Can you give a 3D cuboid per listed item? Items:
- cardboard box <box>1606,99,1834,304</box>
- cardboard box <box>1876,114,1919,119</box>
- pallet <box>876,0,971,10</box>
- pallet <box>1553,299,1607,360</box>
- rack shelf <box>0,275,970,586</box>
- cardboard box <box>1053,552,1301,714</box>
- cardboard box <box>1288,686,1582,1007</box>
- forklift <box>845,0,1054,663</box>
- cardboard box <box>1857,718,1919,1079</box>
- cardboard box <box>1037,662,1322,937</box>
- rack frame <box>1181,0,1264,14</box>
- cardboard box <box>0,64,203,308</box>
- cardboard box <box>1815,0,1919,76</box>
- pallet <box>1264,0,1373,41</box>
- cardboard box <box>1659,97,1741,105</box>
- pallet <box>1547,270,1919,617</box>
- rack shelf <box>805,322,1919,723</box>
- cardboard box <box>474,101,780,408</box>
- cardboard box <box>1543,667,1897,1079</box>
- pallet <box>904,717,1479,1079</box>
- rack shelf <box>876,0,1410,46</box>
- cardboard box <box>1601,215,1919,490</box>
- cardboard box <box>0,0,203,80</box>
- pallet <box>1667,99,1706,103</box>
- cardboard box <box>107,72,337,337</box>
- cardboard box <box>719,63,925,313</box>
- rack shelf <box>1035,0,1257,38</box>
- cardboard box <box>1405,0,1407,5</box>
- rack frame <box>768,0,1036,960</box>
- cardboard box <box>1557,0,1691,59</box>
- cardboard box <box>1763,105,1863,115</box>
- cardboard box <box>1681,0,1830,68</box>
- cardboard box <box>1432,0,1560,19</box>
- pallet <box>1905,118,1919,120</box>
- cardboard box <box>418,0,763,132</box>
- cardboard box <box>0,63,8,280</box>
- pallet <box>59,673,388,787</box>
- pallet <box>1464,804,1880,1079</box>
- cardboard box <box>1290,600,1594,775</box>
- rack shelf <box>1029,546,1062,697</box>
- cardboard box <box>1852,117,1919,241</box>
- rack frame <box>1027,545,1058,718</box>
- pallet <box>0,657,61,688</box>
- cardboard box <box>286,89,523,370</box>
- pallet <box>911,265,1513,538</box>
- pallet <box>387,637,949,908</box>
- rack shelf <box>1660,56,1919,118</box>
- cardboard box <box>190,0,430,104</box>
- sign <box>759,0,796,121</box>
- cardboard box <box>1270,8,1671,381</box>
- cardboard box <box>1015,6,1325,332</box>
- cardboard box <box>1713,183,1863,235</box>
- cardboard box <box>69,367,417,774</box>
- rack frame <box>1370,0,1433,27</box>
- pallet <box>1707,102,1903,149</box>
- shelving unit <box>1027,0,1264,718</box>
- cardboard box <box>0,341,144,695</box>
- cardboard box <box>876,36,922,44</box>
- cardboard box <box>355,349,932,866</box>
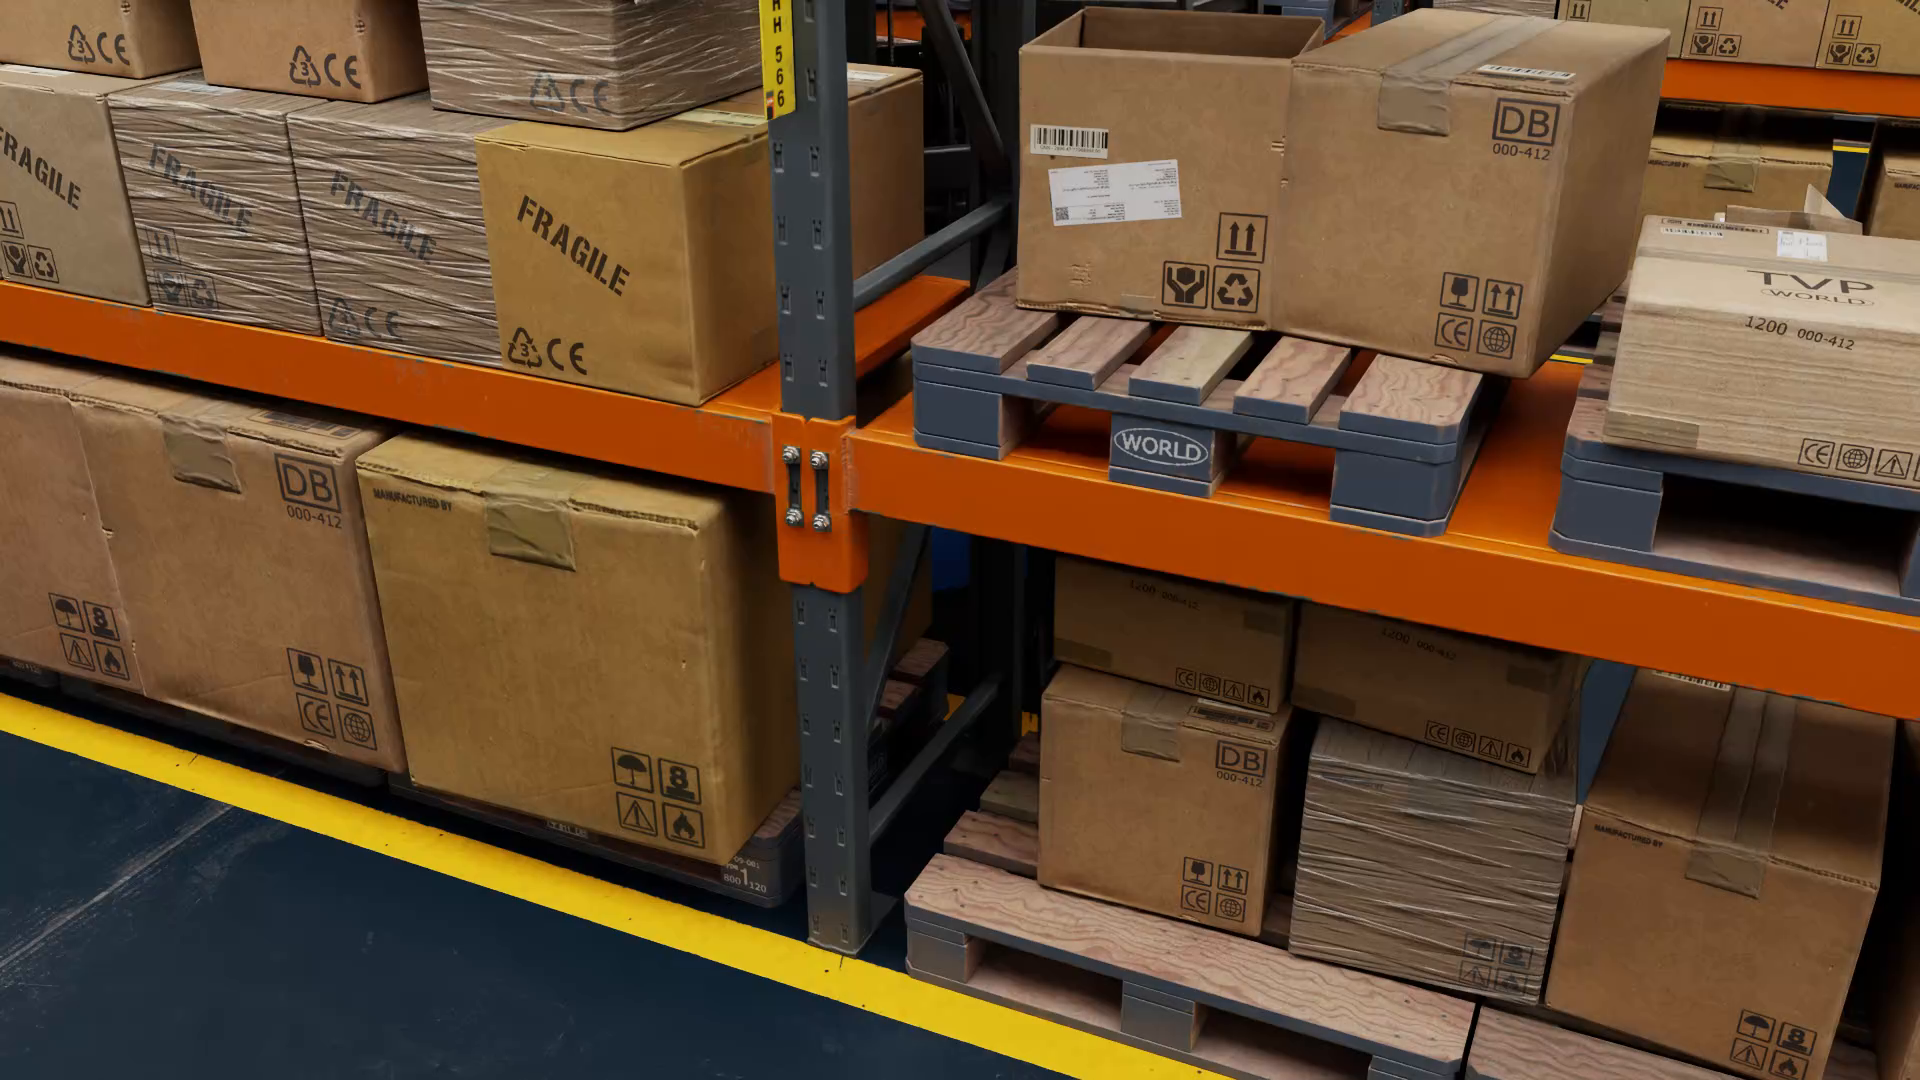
[{"bbox_3d":[3.370,-1.448,7.366,0.750,0.750,1.050,12,29,23],"label":"cardboard box"},{"bbox_3d":[6.520,-3.086,11.122,0.625,0.372,0.950,13,29,25],"label":"cardboard box"},{"bbox_3d":[0.237,-2.834,8.327,1.213,0.211,1.003,11,28,22],"label":"pallet"},{"bbox_3d":[2.742,-1.149,7.845,1.213,0.211,1.003,11,28,22],"label":"pallet"},{"bbox_3d":[-1.910,-0.642,4.472,4.000,0.370,1.077,11,28,22],"label":"rack shelf"},{"bbox_3d":[0.533,0.099,3.635,0.500,0.250,0.500,13,29,24],"label":"cardboard box"},{"bbox_3d":[1.039,0.536,3.597,0.500,0.500,0.700,9,28,18],"label":"cardboard box"},{"bbox_3d":[-0.222,-1.573,5.627,1.130,2.935,3.031,-10,28,-19],"label":"forklift"},{"bbox_3d":[2.066,0.739,3.185,0.500,0.500,0.700,9,28,17],"label":"cardboard box"},{"bbox_3d":[0.529,0.440,3.792,0.500,0.500,0.700,10,28,19],"label":"cardboard box"},{"bbox_3d":[0.664,-0.430,4.157,0.015,2.100,0.400,13,30,32],"label":"rack frame"},{"bbox_3d":[-2.029,-0.915,4.099,0.500,0.500,0.500,12,29,23],"label":"cardboard box"},{"bbox_3d":[3.728,-2.152,6.613,0.500,0.500,0.500,11,28,21],"label":"cardboard box"},{"bbox_3d":[1.363,-2.576,7.803,1.003,0.211,1.213,11,28,22],"label":"pallet"},{"bbox_3d":[5.198,-3.354,11.665,0.625,0.372,0.950,11,28,21],"label":"cardboard box"},{"bbox_3d":[1.730,-0.167,2.911,1.213,0.211,1.003,11,28,22],"label":"pallet"},{"bbox_3d":[1.731,0.090,2.986,4.000,0.370,1.077,11,28,22],"label":"rack shelf"},{"bbox_3d":[-0.641,-0.634,3.529,0.500,0.500,0.500,12,29,23],"label":"cardboard box"},{"bbox_3d":[1.558,0.637,3.392,0.500,0.500,0.700,14,29,26],"label":"cardboard box"},{"bbox_3d":[0.621,0.796,3.894,1.213,0.211,1.003,11,28,22],"label":"pallet"},{"bbox_3d":[0.235,-2.617,8.485,4.000,0.370,1.077,11,28,22],"label":"rack shelf"},{"bbox_3d":[1.341,-0.321,2.700,0.500,0.250,0.500,11,28,20],"label":"cardboard box"},{"bbox_3d":[-1.954,-1.474,4.099,0.637,0.503,0.797,12,29,23],"label":"cardboard box"},{"bbox_3d":[4.723,-3.189,11.988,1.213,0.211,1.003,11,28,22],"label":"pallet"},{"bbox_3d":[-1.567,-0.821,3.909,0.500,0.500,0.500,10,28,20],"label":"cardboard box"},{"bbox_3d":[-0.419,-0.842,3.951,0.500,0.500,0.500,12,29,23],"label":"cardboard box"},{"bbox_3d":[0.412,-1.094,3.996,0.480,0.518,0.431,13,30,32],"label":"rack shelf"},{"bbox_3d":[3.418,-3.978,12.364,0.875,0.875,0.875,11,28,21],"label":"cardboard box"},{"bbox_3d":[-0.089,-0.599,3.570,0.127,3.000,1.000,11,28,22],"label":"rack frame"},{"bbox_3d":[2.817,-2.337,6.987,0.500,0.500,0.500,11,28,21],"label":"cardboard box"},{"bbox_3d":[5.886,-3.213,11.379,0.625,0.372,0.950,12,29,23],"label":"cardboard box"},{"bbox_3d":[3.276,-2.244,6.800,0.500,0.500,0.500,11,28,22],"label":"cardboard box"},{"bbox_3d":[2.353,-2.429,7.174,0.500,0.500,0.500,12,29,22],"label":"cardboard box"},{"bbox_3d":[6.945,-2.743,11.082,1.213,0.211,1.003,11,28,22],"label":"pallet"},{"bbox_3d":[-0.748,-1.234,3.611,0.637,0.503,0.797,12,29,24],"label":"cardboard box"},{"bbox_3d":[-2.502,-1.007,4.286,0.500,0.500,0.500,11,28,21],"label":"cardboard box"},{"bbox_3d":[-1.882,0.254,4.994,1.213,0.211,1.003,11,28,22],"label":"pallet"},{"bbox_3d":[1.728,1.020,3.440,1.213,0.211,1.003,11,28,22],"label":"pallet"},{"bbox_3d":[1.020,0.192,3.446,0.500,0.250,0.500,15,30,28],"label":"cardboard box"},{"bbox_3d":[0.515,0.170,4.590,0.480,0.518,0.431,13,30,32],"label":"rack shelf"},{"bbox_3d":[4.218,-1.277,7.020,0.750,0.750,1.050,11,28,22],"label":"cardboard box"},{"bbox_3d":[0.261,-0.519,4.418,0.015,2.100,0.400,13,30,32],"label":"rack frame"},{"bbox_3d":[-2.997,0.032,5.446,1.213,0.211,1.003,11,28,22],"label":"pallet"},{"bbox_3d":[-1.093,-0.728,3.719,0.500,0.500,0.500,11,28,21],"label":"cardboard box"},{"bbox_3d":[0.603,-0.425,3.435,1.003,0.211,1.213,11,28,22],"label":"pallet"},{"bbox_3d":[-0.776,0.478,4.540,1.213,0.211,1.003,11,28,22],"label":"pallet"},{"bbox_3d":[3.876,-1.886,6.999,4.000,0.370,1.077,11,28,22],"label":"rack shelf"},{"bbox_3d":[-1.340,-1.354,3.855,0.637,0.503,0.797,12,29,23],"label":"cardboard box"},{"bbox_3d":[-0.316,-0.894,2.860,0.005,0.325,0.100,11,28,22],"label":"sign"},{"bbox_3d":[0.968,-0.687,3.162,0.500,0.500,0.700,16,30,29],"label":"cardboard box"},{"bbox_3d":[0.419,-0.749,3.287,0.500,0.500,0.500,8,27,15],"label":"cardboard box"},{"bbox_3d":[1.540,-0.530,3.108,0.258,0.266,0.396,11,28,20],"label":"cardboard box"},{"bbox_3d":[-1.517,-0.134,4.557,0.875,0.875,1.225,11,28,22],"label":"cardboard box"},{"bbox_3d":[2.056,-2.574,7.583,0.127,3.000,1.000,11,28,22],"label":"rack frame"},{"bbox_3d":[5.830,-2.965,11.534,1.213,0.211,1.003,11,28,22],"label":"pallet"},{"bbox_3d":[0.463,-0.474,4.287,0.503,2.100,0.431,13,30,32],"label":"shelving unit"},{"bbox_3d":[-2.326,-0.293,4.879,0.875,0.875,1.225,10,28,20],"label":"cardboard box"},{"bbox_3d":[-0.340,-2.575,9.090,0.500,0.250,0.500,13,29,24],"label":"cardboard box"},{"bbox_3d":[-0.709,0.032,4.220,0.875,0.875,1.225,10,28,19],"label":"cardboard box"}]
